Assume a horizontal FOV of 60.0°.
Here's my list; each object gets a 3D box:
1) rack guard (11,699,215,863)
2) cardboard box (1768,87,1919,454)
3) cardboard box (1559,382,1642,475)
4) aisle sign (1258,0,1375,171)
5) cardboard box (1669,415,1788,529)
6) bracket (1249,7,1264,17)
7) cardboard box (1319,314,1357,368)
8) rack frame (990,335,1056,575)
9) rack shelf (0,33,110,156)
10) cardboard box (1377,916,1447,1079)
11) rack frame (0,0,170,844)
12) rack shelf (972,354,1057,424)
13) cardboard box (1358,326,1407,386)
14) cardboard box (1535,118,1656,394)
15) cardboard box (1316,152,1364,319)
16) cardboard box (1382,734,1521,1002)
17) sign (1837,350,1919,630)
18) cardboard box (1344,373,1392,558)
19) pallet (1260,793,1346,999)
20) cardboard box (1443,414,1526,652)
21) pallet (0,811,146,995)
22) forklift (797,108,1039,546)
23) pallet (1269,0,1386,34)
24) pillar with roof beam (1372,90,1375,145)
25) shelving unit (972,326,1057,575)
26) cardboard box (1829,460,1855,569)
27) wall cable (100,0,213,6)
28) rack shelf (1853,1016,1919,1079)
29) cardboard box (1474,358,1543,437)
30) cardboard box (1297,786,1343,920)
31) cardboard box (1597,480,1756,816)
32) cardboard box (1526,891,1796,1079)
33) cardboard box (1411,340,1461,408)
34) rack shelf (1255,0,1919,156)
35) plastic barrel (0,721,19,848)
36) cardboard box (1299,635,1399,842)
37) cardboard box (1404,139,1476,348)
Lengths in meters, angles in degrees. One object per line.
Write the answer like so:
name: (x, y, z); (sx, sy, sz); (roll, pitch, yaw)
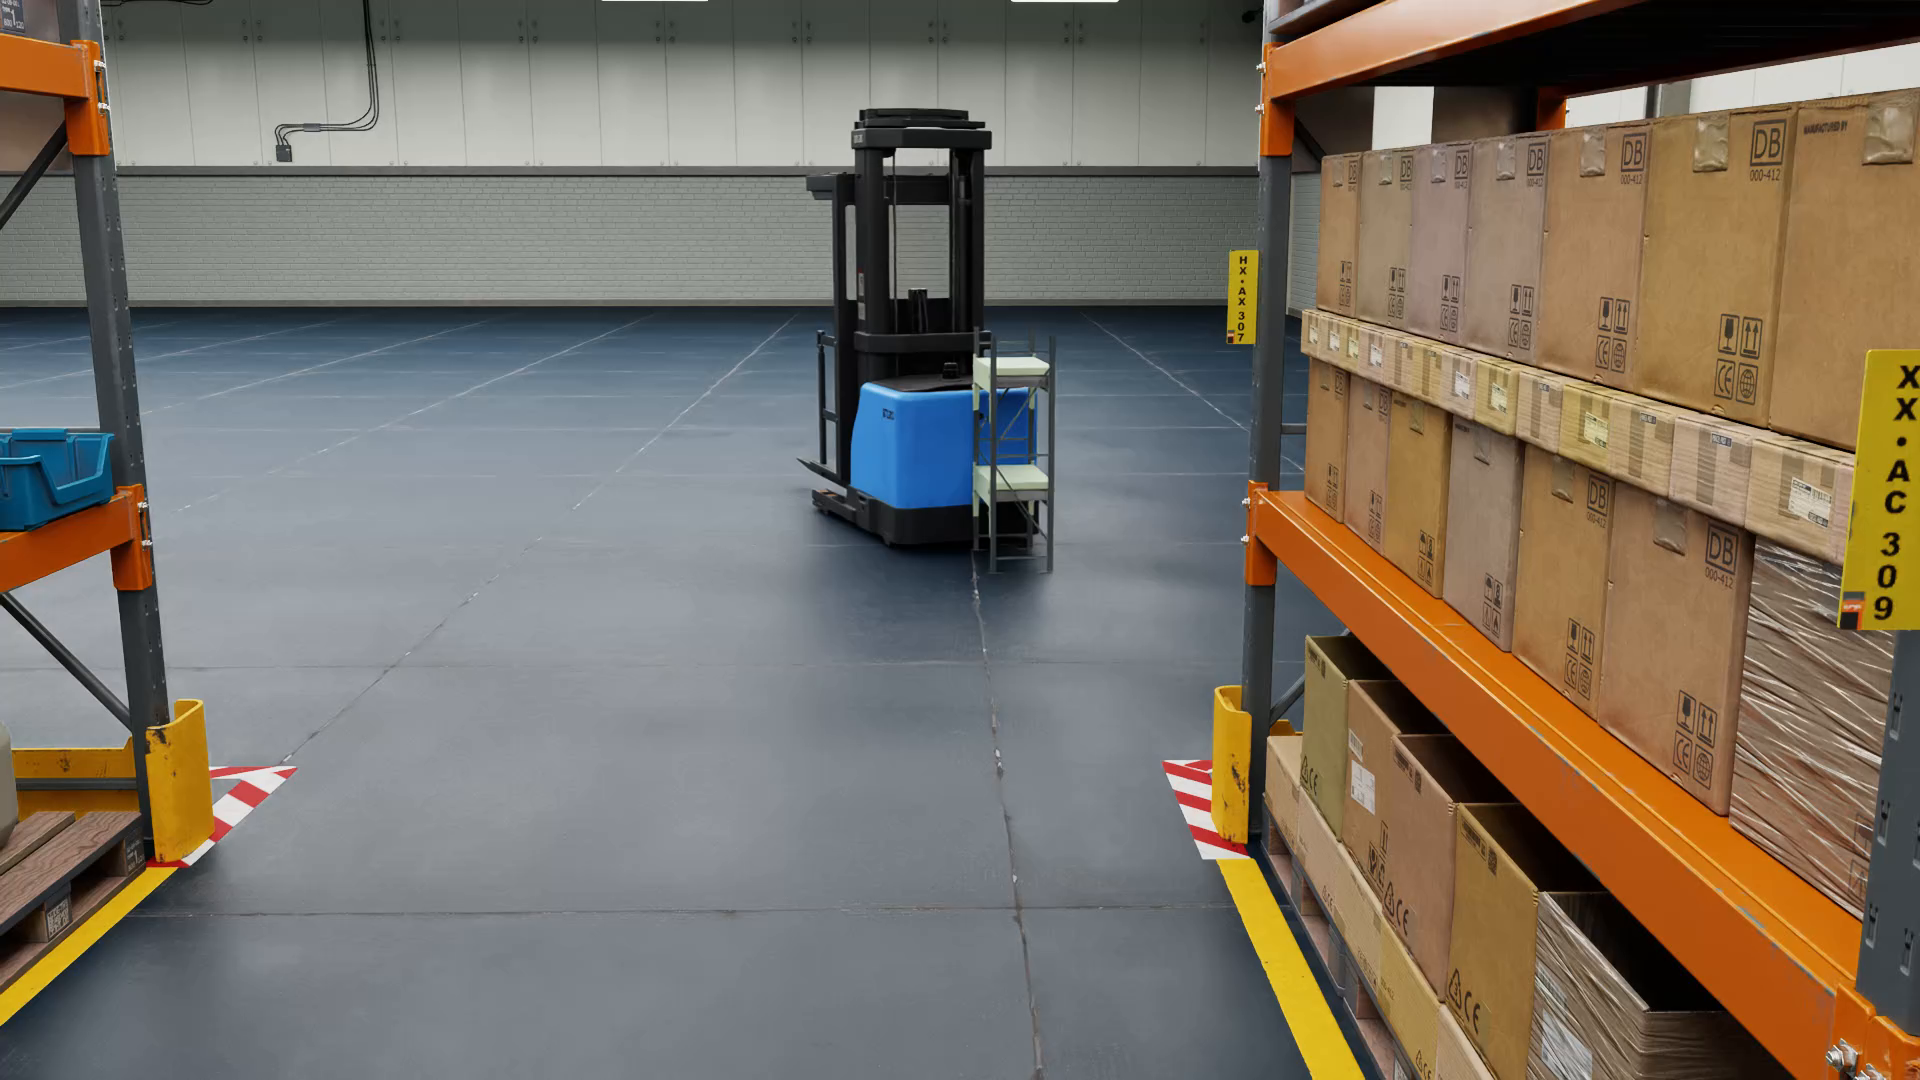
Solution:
rack guard: (-3.357, 0.870, 6.014); (1.175, 0.500, 0.348); (0, 11, -1)
cardboard box: (1.614, -0.368, 2.312); (0.700, 0.500, 0.500); (0, 11, -1)
cardboard box: (1.391, -0.217, 3.201); (0.380, 0.149, 0.250); (0, 11, -1)
aisle sign: (1.239, -1.676, 5.736); (0.394, 0.787, 0.004); (0, 11, -1)
cardboard box: (1.399, -0.116, 2.703); (0.380, 0.149, 0.250); (-1, 11, -3)
bracket: (6.359, -11.378, 35.955); (0.076, 0.066, 3.189); (0, 11, -1)
cardboard box: (1.348, -0.625, 5.214); (0.380, 0.149, 0.250); (-1, 11, -3)
rack frame: (0.388, -0.521, 10.354); (0.400, 1.500, 0.023); (-2, 12, -8)
rack shelf: (-3.364, -1.090, 3.653); (1.077, 0.370, 4.000); (0, 11, -1)
cardboard box: (1.365, 1.158, 4.168); (0.500, 0.250, 0.500); (0, 11, -1)
rack frame: (-3.405, -0.370, 5.839); (1.000, 3.000, 0.127); (0, 11, -1)
rack shelf: (0.339, -0.975, 10.632); (0.431, 0.370, 0.720); (-2, 12, -8)
cardboard box: (1.355, -0.526, 4.722); (0.380, 0.149, 0.250); (0, 11, -2)
cardboard box: (1.593, -0.568, 3.298); (0.700, 0.500, 0.500); (0, 11, -1)
cardboard box: (1.545, -0.971, 5.288); (0.700, 0.500, 0.500); (0, 11, -1)
cardboard box: (1.364, 0.790, 4.093); (0.500, 0.500, 0.500); (0, 11, -1)
sign: (1.075, -0.055, 1.910); (0.100, 0.325, 0.005); (0, 11, -1)
cardboard box: (1.559, -0.242, 4.954); (0.700, 0.500, 0.500); (0, 11, 0)
pallet: (1.605, 1.129, 5.465); (1.003, 0.211, 1.213); (0, 11, -1)
cardboard box: (1.579, -0.038, 3.952); (0.700, 0.500, 0.500); (0, 11, 1)
pallet: (-3.345, 1.173, 5.247); (1.003, 0.211, 1.213); (0, 11, -1)
forklift: (-0.476, -1.646, 12.300); (1.130, 2.935, 3.031); (-5, 12, -21)
pallet: (1.536, -1.676, 4.953); (1.003, 0.211, 1.213); (0, 11, -1)
pillar with roof beam: (2.579, -7.968, 28.204); (9.100, 9.000, 0.400); (0, 11, -1)
shelving unit: (0.339, -0.593, 10.710); (0.431, 1.500, 0.755); (-2, 12, -8)
cardboard box: (1.410, -0.015, 2.204); (0.380, 0.149, 0.250); (0, 11, -1)
wall cable: (-17.674, -12.847, 35.917); (3.097, 2.526, 0.112); (0, 11, -1)
rack shelf: (1.671, 1.155, 0.129); (1.077, 0.370, 4.000); (0, 11, -1)
cardboard box: (1.377, -0.320, 3.709); (0.380, 0.149, 0.250); (0, 11, 1)
cardboard box: (1.350, 0.959, 5.148); (0.500, 0.250, 0.500); (0, 11, -1)
cardboard box: (1.597, 0.163, 2.958); (0.700, 0.500, 0.500); (0, 11, -2)
cardboard box: (1.403, 0.989, 3.114); (0.500, 0.500, 0.500); (0, 11, -1)
cardboard box: (1.368, -0.422, 4.211); (0.380, 0.149, 0.250); (0, 11, -2)
rack shelf: (1.588, -1.110, 3.750); (1.077, 0.370, 4.000); (0, 11, -1)
plastic barrel: (-3.315, 0.774, 5.402); (0.421, 0.512, 0.421); (0, 11, 0)
cardboard box: (1.348, 0.591, 5.073); (0.500, 0.500, 0.500); (0, 11, -1)
cardboard box: (1.572, -0.766, 4.278); (0.700, 0.500, 0.500); (0, 11, -1)
